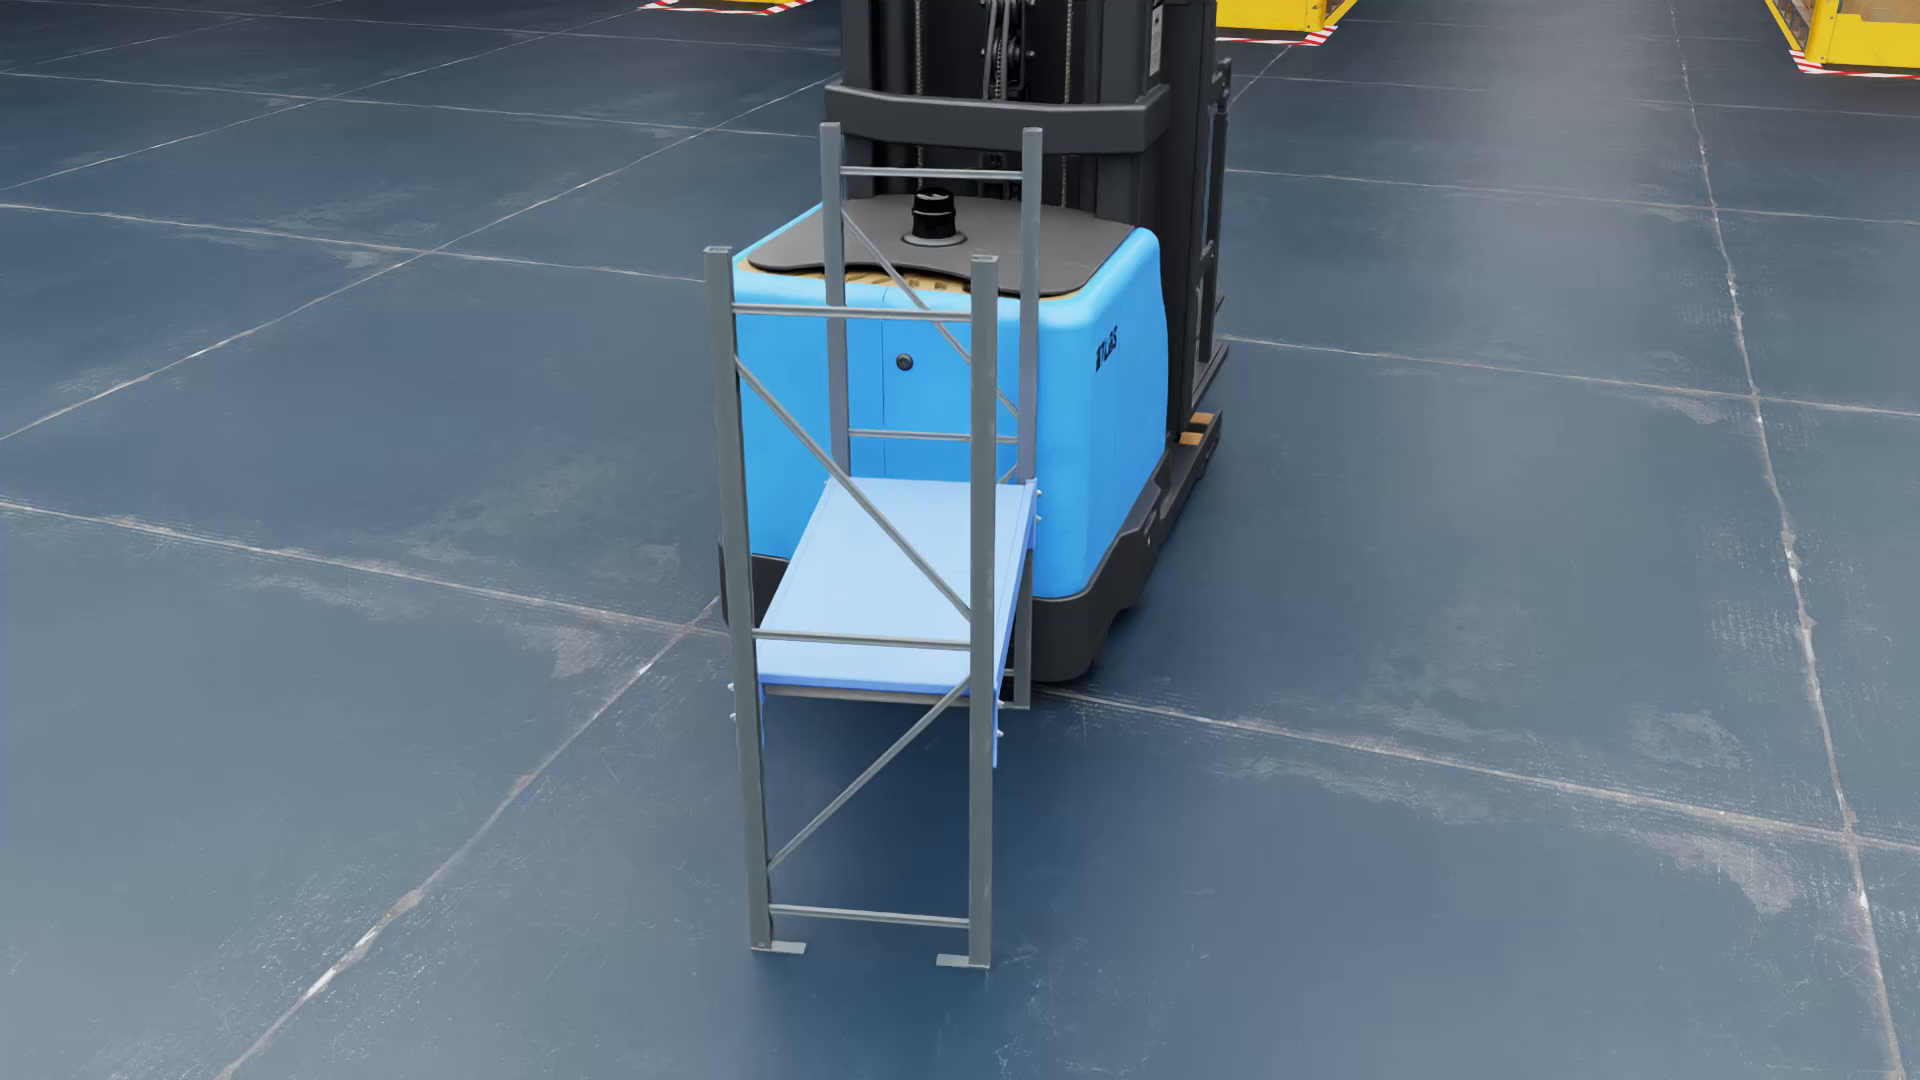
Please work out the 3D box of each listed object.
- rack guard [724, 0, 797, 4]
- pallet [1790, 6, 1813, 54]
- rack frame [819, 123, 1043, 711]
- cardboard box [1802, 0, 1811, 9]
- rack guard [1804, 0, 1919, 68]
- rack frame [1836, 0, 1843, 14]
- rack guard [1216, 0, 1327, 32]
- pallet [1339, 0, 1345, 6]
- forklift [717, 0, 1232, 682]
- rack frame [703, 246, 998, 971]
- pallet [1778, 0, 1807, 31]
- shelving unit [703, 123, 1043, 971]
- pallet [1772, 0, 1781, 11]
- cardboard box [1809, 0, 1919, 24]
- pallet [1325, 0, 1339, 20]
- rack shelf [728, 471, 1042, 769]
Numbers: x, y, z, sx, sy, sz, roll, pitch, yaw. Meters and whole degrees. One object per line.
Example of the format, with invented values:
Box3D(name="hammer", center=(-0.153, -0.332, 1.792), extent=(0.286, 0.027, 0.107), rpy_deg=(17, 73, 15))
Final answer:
Box3D(name="rack guard", center=(-2.138, -5.444, 15.920), extent=(1.175, 0.500, 0.348), rpy_deg=(9, 27, 17))
Box3D(name="pallet", center=(7.388, -4.137, 13.552), extent=(1.003, 0.211, 1.213), rpy_deg=(9, 27, 17))
Box3D(name="rack frame", center=(-0.066, -0.248, 4.042), extent=(0.500, 1.500, 0.032), rpy_deg=(3, 26, 6))
Box3D(name="cardboard box", center=(7.650, -4.935, 13.956), extent=(0.875, 0.875, 0.875), rpy_deg=(8, 27, 17))
Box3D(name="rack guard", center=(7.187, -3.917, 12.766), extent=(1.175, 0.500, 0.348), rpy_deg=(9, 27, 17))
Box3D(name="rack frame", center=(7.195, -5.052, 12.242), extent=(1.000, 3.000, 0.127), rpy_deg=(9, 27, 17))
Box3D(name="rack guard", center=(2.577, -4.719, 14.423), extent=(1.175, 0.500, 0.348), rpy_deg=(9, 27, 17))
Box3D(name="pallet", center=(3.288, -5.417, 16.196), extent=(1.003, 0.211, 1.213), rpy_deg=(9, 27, 17))
Box3D(name="forklift", center=(0.287, -1.570, 5.130), extent=(1.130, 2.935, 3.031), rpy_deg=(8, 27, 17))
Box3D(name="rack frame", center=(-0.186, 0.191, 3.133), extent=(0.500, 1.500, 0.032), rpy_deg=(3, 26, 6))
Box3D(name="pallet", center=(7.795, -4.636, 14.584), extent=(1.003, 0.211, 1.213), rpy_deg=(9, 27, 17))
Box3D(name="shelving unit", center=(-0.126, -0.028, 3.588), extent=(0.538, 1.500, 1.048), rpy_deg=(3, 26, 6))
Box3D(name="pallet", center=(8.200, -5.139, 15.623), extent=(1.003, 0.211, 1.213), rpy_deg=(9, 27, 17))
Box3D(name="cardboard box", center=(7.359, -4.573, 13.209), extent=(0.875, 0.875, 0.875), rpy_deg=(9, 27, 18))
Box3D(name="pallet", center=(2.881, -4.918, 15.164), extent=(1.003, 0.211, 1.213), rpy_deg=(9, 27, 17))
Box3D(name="rack shelf", center=(-0.126, 0.133, 3.666), extent=(0.538, 0.185, 1.000), rpy_deg=(3, 26, 6))
